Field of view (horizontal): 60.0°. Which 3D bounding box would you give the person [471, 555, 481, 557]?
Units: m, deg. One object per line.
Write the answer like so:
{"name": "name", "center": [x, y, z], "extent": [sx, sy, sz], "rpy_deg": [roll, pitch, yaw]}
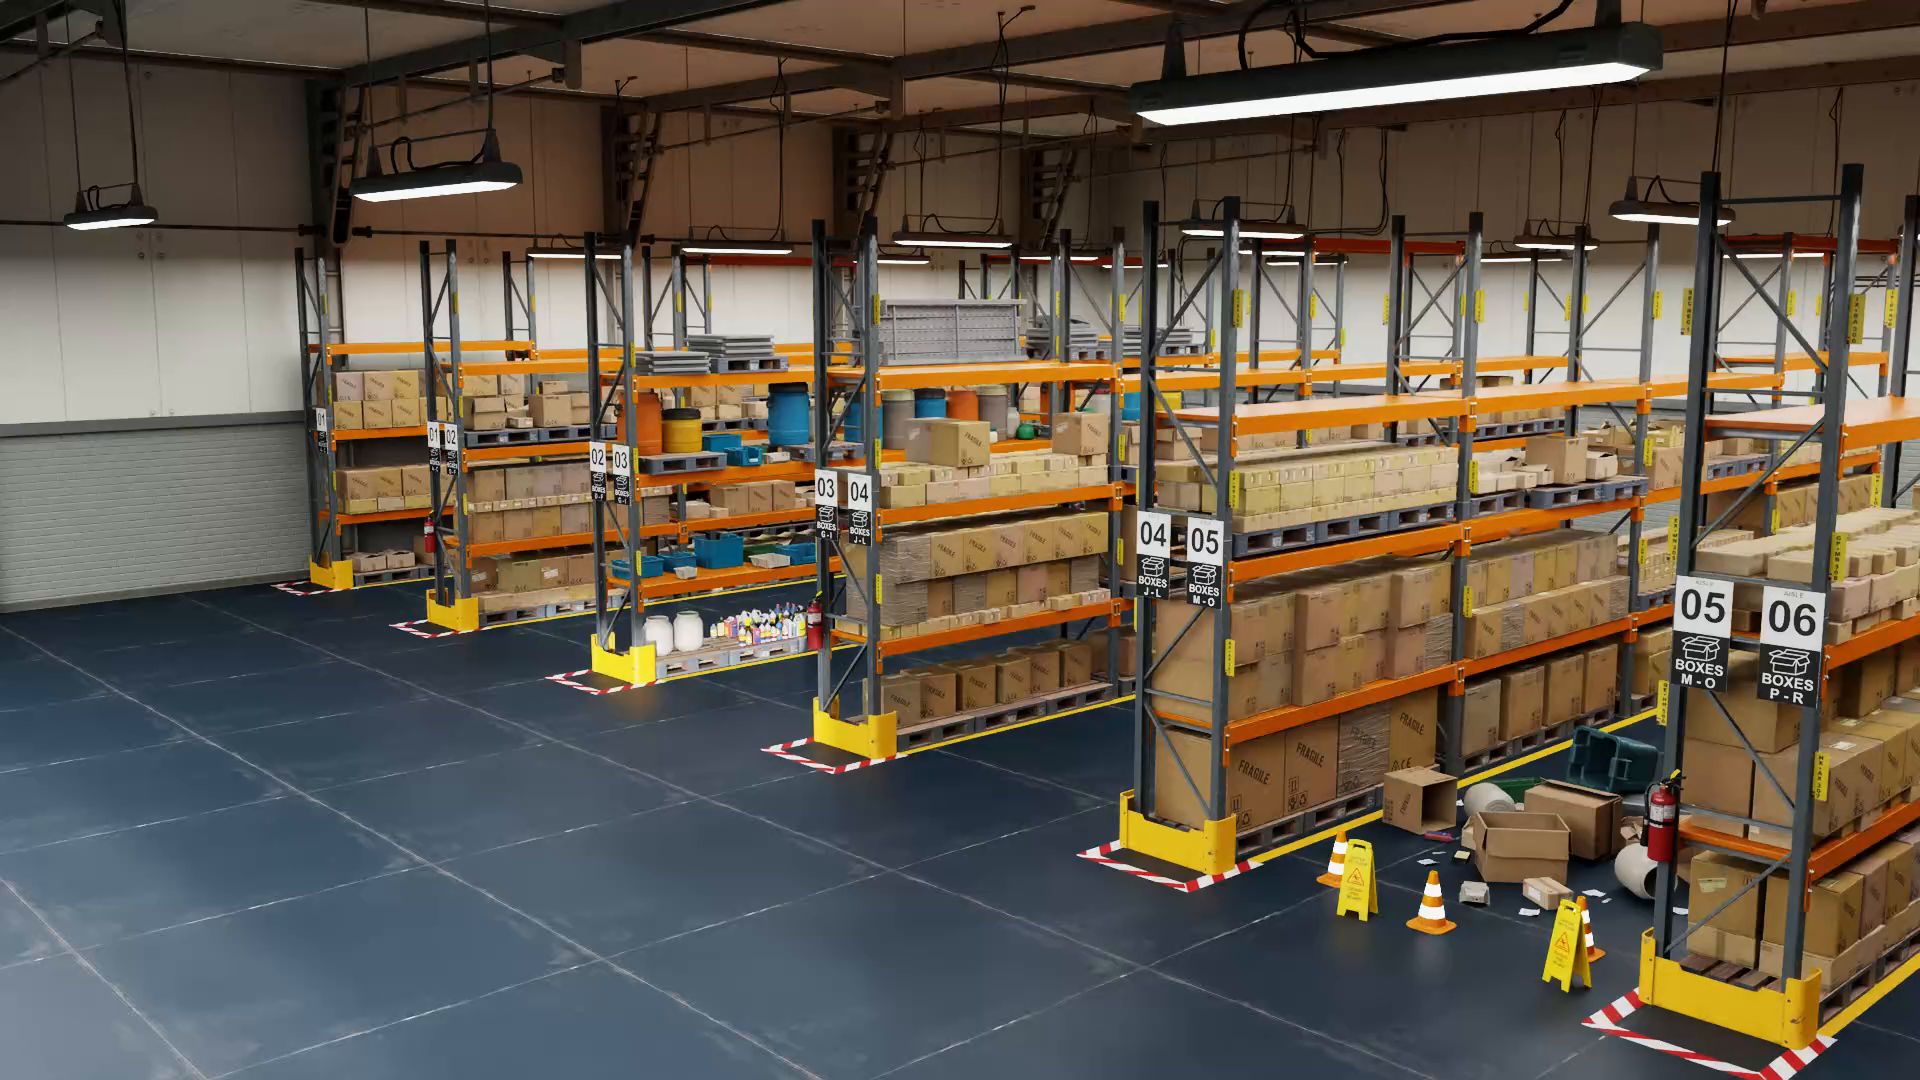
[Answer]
{"name": "person", "center": [-8.190, 0.263, 28.006], "extent": [0.523, 1.634, 0.709], "rpy_deg": [7, 11, 41]}

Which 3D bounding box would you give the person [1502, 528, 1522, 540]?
{"name": "person", "center": [8.519, 0.548, 25.679], "extent": [0.652, 1.738, 0.615], "rpy_deg": [8, 12, 44]}
